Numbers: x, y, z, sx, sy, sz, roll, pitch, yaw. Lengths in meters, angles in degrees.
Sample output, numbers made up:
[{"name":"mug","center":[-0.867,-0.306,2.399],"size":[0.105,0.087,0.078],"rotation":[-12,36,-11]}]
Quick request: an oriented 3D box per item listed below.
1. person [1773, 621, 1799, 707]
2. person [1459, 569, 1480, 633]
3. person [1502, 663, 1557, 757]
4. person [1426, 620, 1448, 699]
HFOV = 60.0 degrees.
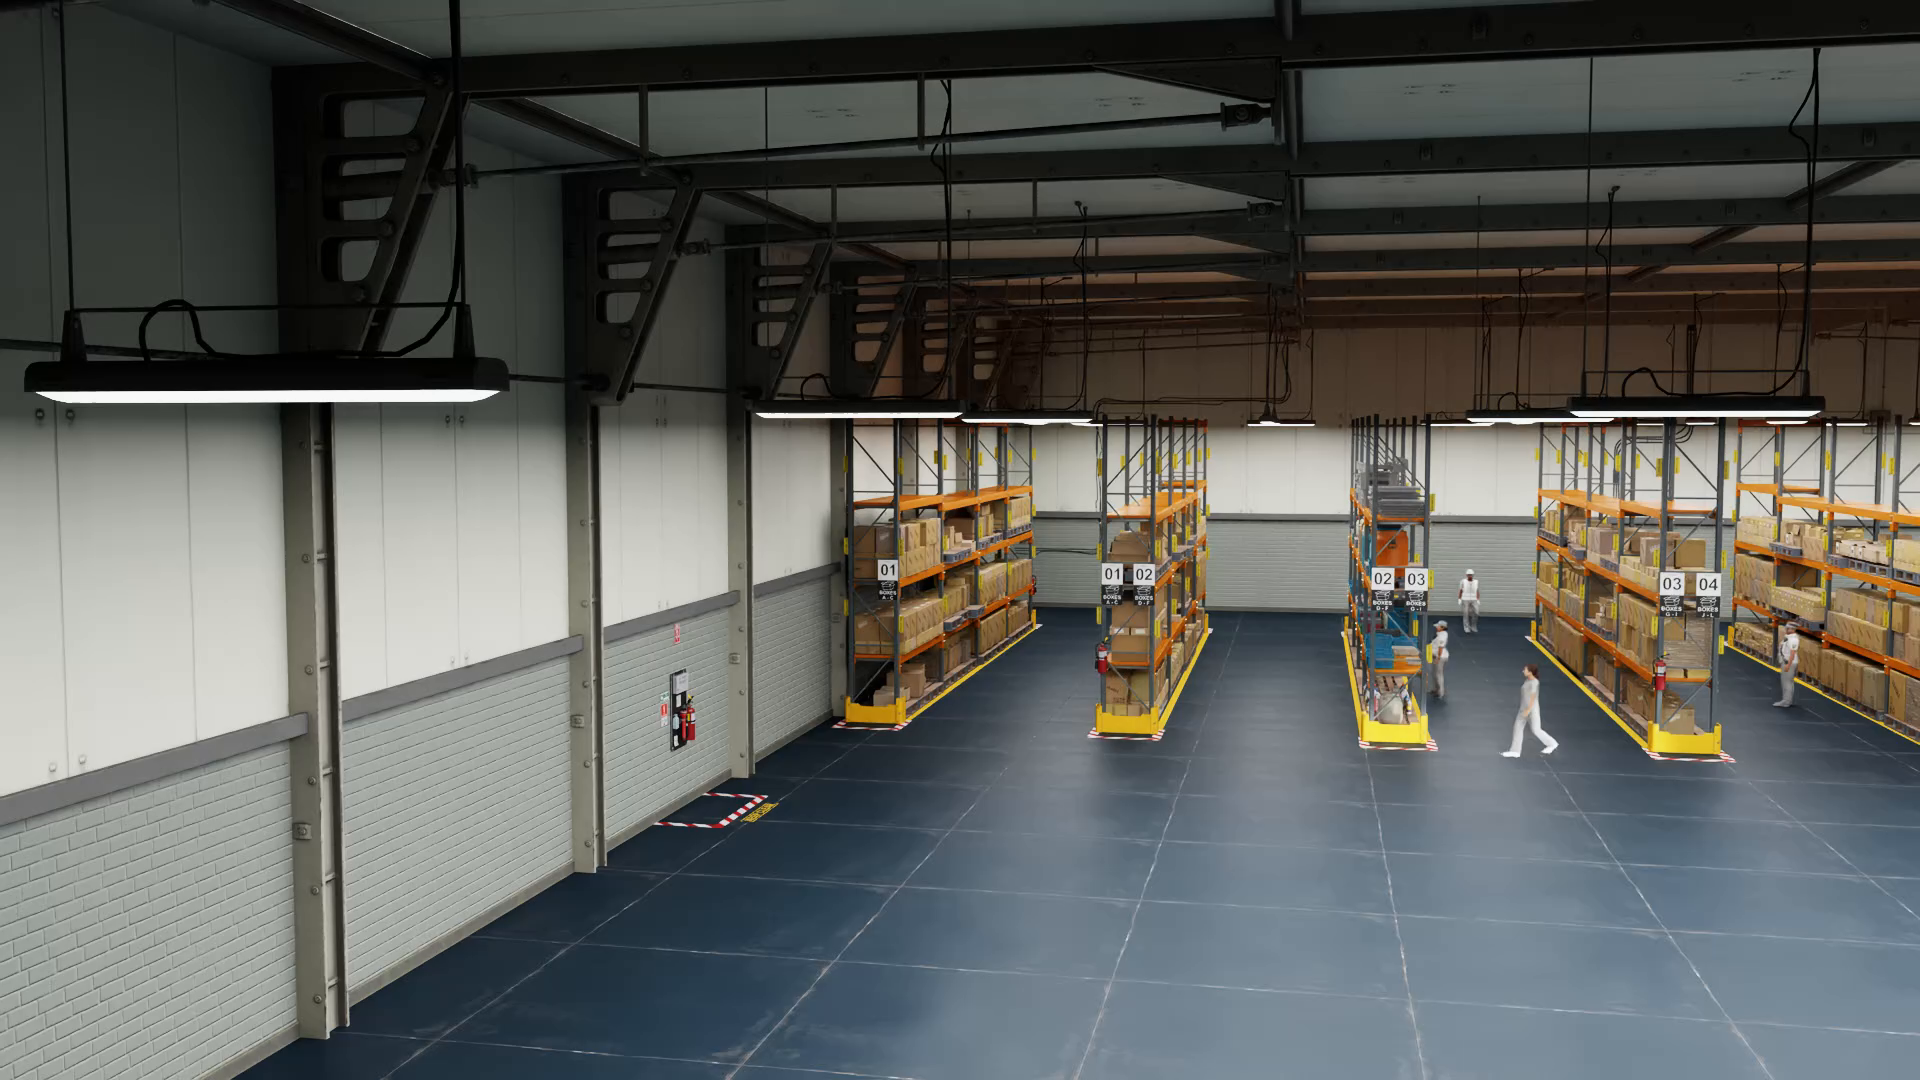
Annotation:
[{"name":"person","center":[17.083,2.557,34.348],"size":[0.441,1.772,0.592],"rotation":[2,4,30]},{"name":"person","center":[14.338,1.726,46.793],"size":[0.590,1.808,0.439],"rotation":[0,4,2]},{"name":"person","center":[9.931,2.968,28.958],"size":[0.903,1.644,0.413],"rotation":[-1,4,-17]},{"name":"person","center":[10.171,2.536,35.584],"size":[0.556,1.657,0.536],"rotation":[3,5,34]}]
